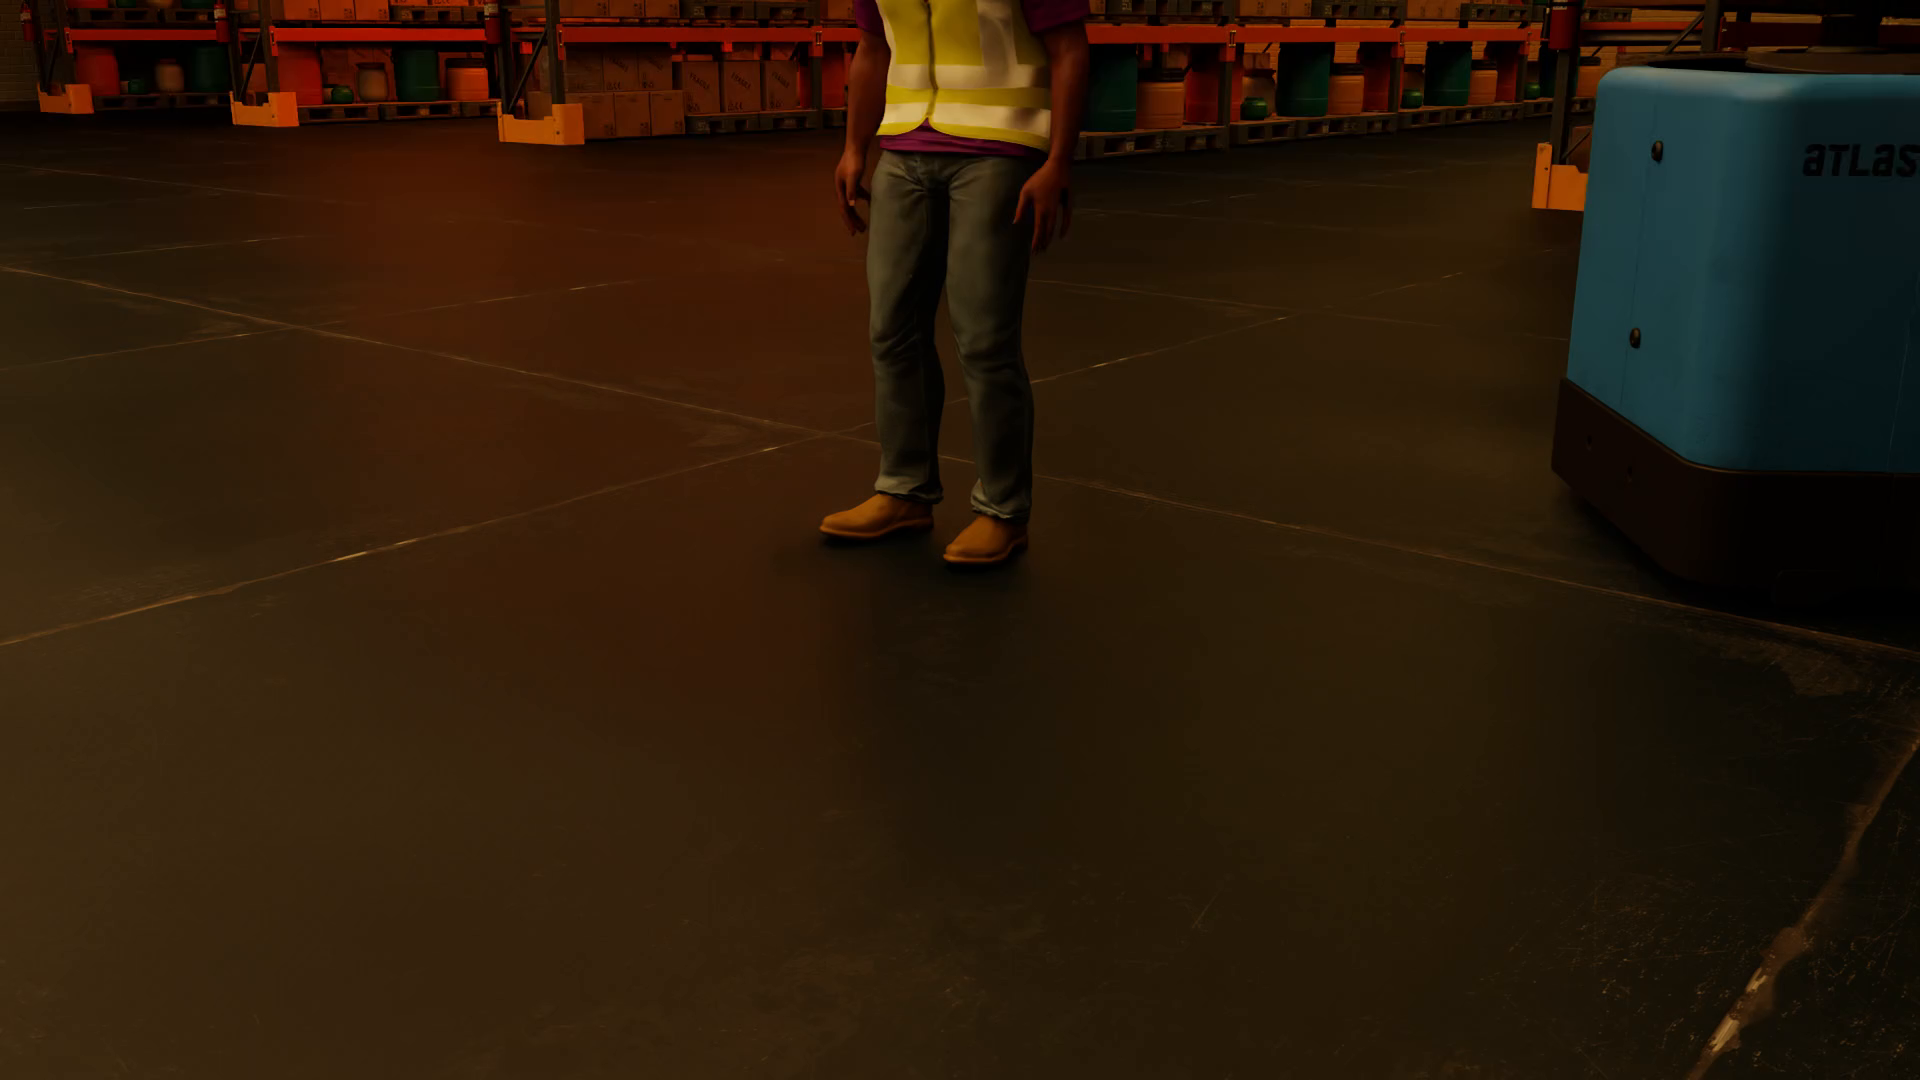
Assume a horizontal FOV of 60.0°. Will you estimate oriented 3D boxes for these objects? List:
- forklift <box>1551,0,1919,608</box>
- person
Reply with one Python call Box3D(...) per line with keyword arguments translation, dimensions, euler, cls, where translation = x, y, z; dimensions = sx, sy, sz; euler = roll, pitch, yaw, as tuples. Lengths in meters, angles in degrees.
Box3D(translation=(3.013, -1.365, 3.394), dimensions=(3.031, 2.935, 1.130), euler=(1, 17, 3), cls="forklift")
Box3D(translation=(-0.019, -0.830, 3.652), dimensions=(0.626, 1.760, 0.460), euler=(13, 21, 36), cls="person")
